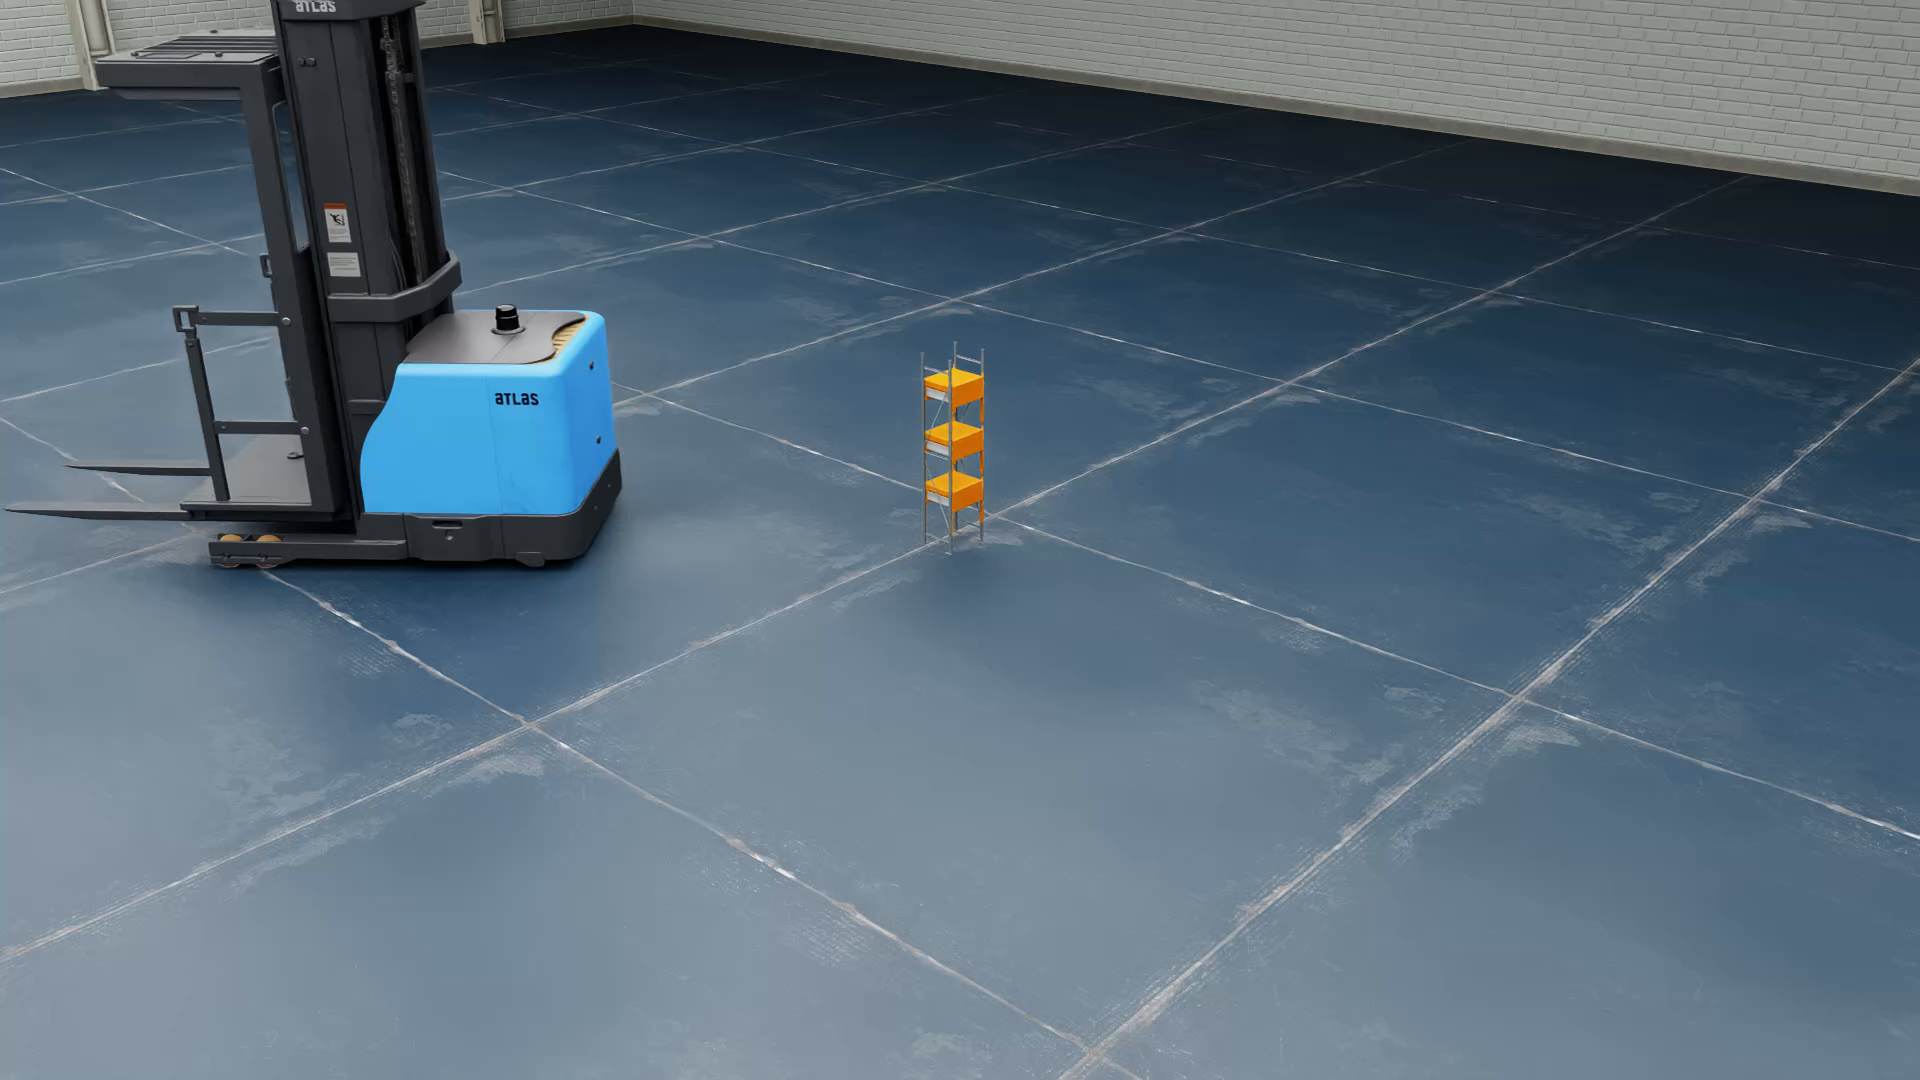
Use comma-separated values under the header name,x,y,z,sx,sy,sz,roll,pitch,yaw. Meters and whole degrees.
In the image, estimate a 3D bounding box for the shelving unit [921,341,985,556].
name,x,y,z,sx,sy,sz,roll,pitch,yaw
shelving unit,-0.036,-0.463,8.499,0.215,1.050,0.252,20,31,38

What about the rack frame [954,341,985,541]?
name,x,y,z,sx,sy,sz,roll,pitch,yaw
rack frame,0.046,-0.500,8.582,0.200,1.050,0.008,20,31,38

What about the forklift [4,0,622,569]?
name,x,y,z,sx,sy,sz,roll,pitch,yaw
forklift,-3.401,-1.407,8.306,3.031,2.935,1.130,1,24,2

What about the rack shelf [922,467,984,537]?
name,x,y,z,sx,sy,sz,roll,pitch,yaw
rack shelf,-0.036,-0.199,8.617,0.215,0.259,0.240,20,31,38

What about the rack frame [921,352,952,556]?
name,x,y,z,sx,sy,sz,roll,pitch,yaw
rack frame,-0.117,-0.426,8.416,0.200,1.050,0.008,20,31,38

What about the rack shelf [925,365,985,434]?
name,x,y,z,sx,sy,sz,roll,pitch,yaw
rack shelf,-0.036,-0.712,8.387,0.215,0.259,0.240,20,31,38

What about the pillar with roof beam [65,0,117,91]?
name,x,y,z,sx,sy,sz,roll,pitch,yaw
pillar with roof beam,-8.250,-8.981,17.781,9.100,9.000,0.400,20,31,38

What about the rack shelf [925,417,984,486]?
name,x,y,z,sx,sy,sz,roll,pitch,yaw
rack shelf,-0.036,-0.453,8.503,0.215,0.259,0.240,20,31,38
